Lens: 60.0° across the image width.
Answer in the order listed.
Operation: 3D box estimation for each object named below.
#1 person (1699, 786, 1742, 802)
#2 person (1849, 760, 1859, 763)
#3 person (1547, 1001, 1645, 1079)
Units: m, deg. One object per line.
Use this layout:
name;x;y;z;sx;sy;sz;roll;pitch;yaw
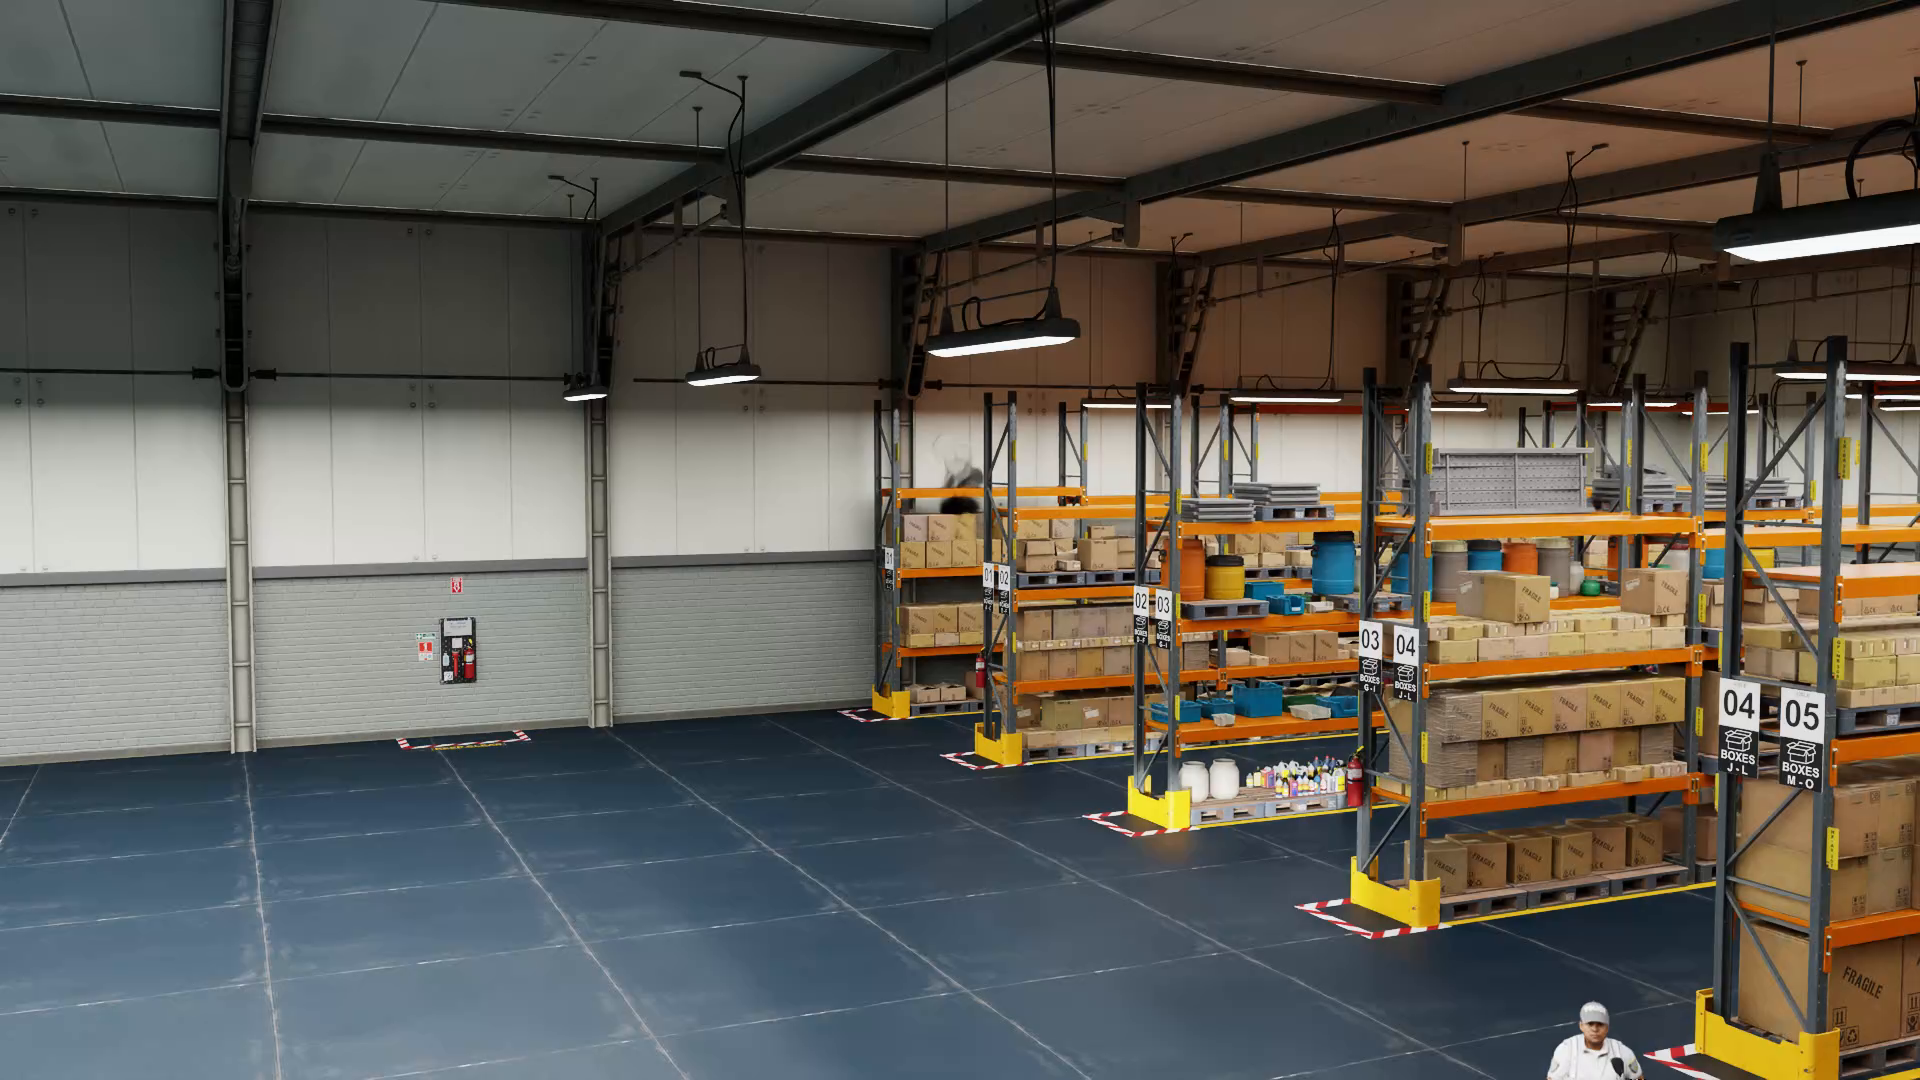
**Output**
person;10.312;3.006;22.501;0.785;1.711;0.676;-1;4;-21
person;9.719;3.254;17.990;0.545;1.746;0.667;-2;4;-28
person;3.993;3.732;10.450;0.594;1.624;0.550;1;4;19
